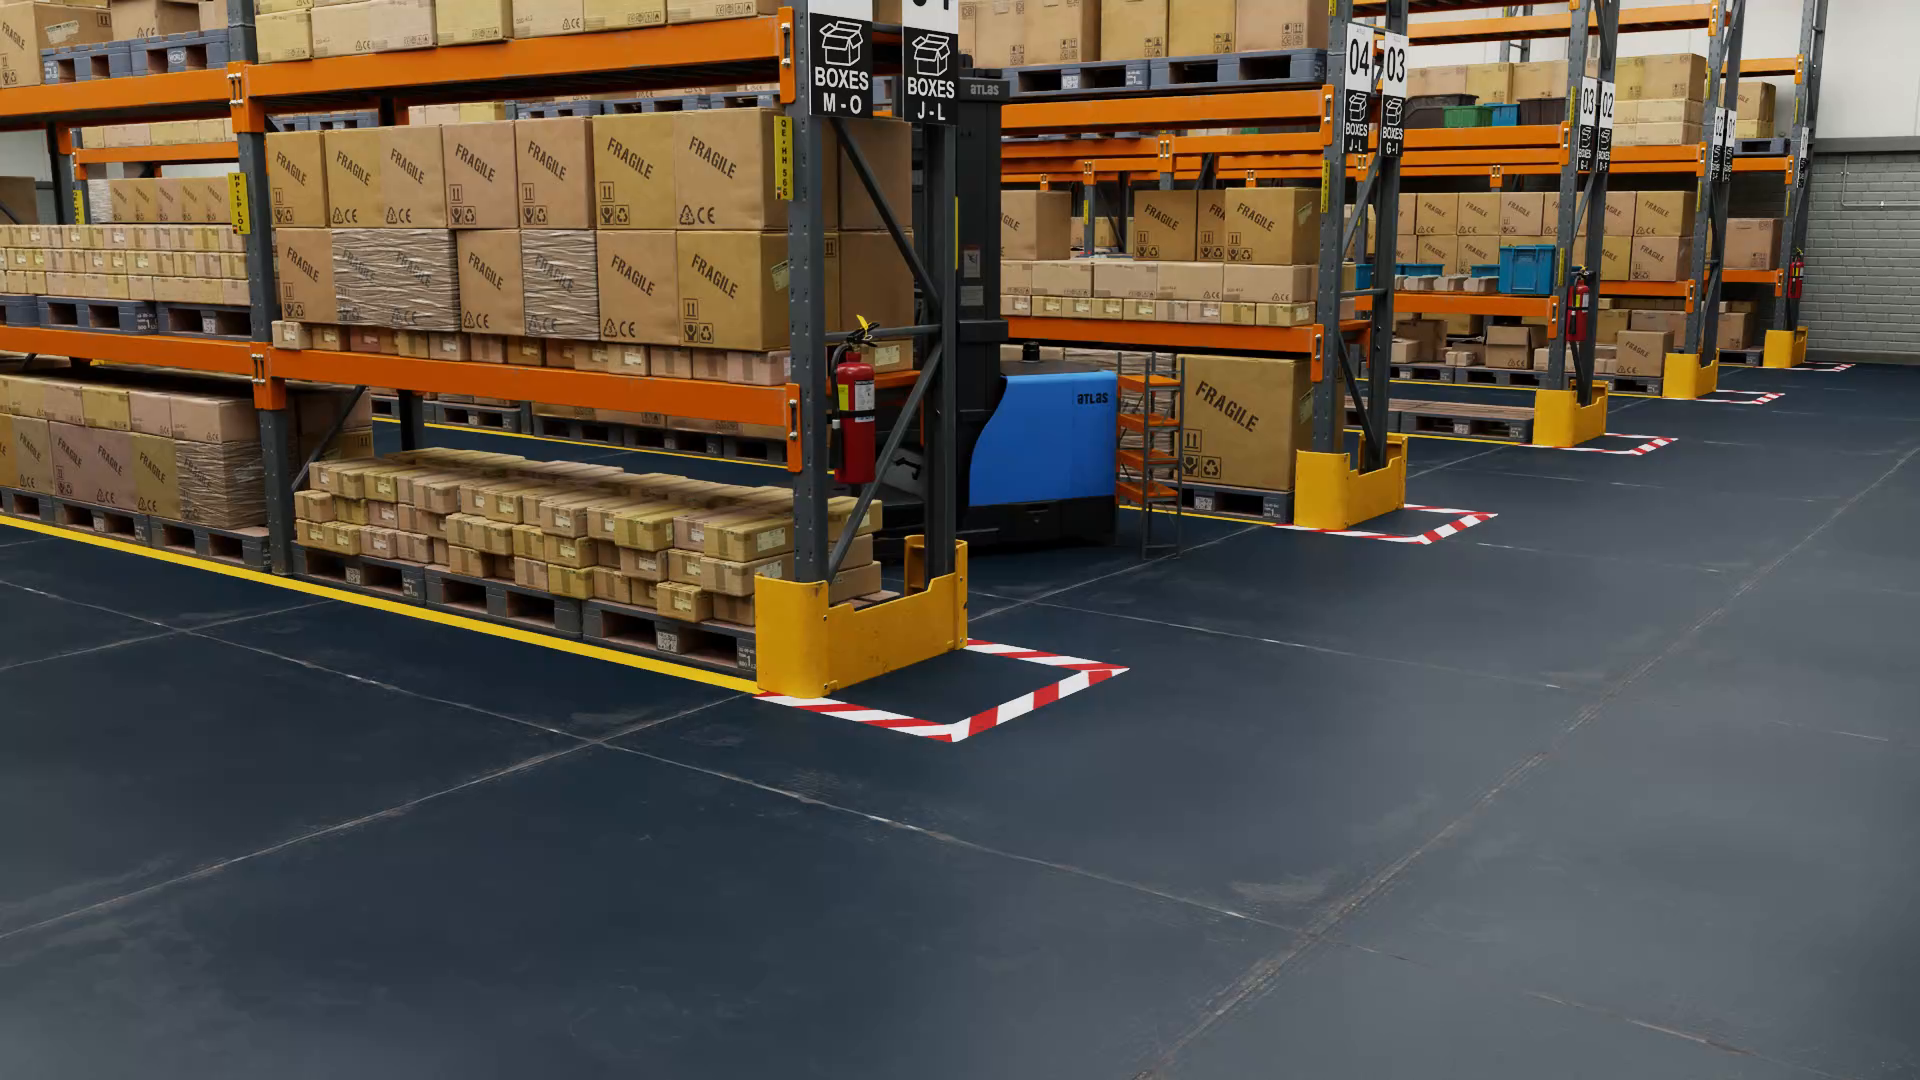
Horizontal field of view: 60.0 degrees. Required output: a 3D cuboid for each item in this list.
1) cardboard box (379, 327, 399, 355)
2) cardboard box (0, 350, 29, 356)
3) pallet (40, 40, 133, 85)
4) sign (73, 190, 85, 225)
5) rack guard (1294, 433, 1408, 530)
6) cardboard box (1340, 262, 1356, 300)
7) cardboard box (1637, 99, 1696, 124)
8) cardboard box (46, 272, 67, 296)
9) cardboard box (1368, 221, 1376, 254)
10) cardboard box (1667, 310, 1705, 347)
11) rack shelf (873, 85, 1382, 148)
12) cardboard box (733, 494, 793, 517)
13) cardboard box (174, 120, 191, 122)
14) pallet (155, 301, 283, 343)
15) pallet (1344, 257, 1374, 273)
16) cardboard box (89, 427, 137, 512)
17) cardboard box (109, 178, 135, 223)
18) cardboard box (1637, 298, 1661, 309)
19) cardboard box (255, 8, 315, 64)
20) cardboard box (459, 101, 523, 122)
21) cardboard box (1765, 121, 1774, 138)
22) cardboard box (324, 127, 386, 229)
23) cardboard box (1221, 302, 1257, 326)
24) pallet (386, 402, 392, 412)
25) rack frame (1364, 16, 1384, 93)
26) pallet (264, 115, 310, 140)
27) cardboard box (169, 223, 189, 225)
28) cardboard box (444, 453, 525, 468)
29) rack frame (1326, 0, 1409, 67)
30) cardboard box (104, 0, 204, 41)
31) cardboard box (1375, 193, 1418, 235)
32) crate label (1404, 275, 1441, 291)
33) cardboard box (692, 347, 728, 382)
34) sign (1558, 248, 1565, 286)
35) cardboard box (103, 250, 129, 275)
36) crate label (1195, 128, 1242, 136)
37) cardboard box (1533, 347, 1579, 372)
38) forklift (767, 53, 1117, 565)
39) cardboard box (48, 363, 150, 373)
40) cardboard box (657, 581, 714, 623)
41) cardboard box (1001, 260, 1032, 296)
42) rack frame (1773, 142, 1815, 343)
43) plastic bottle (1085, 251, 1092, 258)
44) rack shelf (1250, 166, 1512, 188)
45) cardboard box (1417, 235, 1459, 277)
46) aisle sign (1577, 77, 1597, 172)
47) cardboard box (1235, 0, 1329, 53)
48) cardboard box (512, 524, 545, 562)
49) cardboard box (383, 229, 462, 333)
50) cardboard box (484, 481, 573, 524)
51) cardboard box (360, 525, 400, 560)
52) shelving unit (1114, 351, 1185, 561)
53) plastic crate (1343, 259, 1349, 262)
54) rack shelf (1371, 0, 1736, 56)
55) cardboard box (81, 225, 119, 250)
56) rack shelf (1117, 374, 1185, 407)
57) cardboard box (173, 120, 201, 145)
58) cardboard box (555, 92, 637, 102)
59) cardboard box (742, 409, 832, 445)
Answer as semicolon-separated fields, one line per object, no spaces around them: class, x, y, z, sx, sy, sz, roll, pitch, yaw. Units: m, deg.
cardboard box;-2.838;-1.067;8.808;0.250;0.149;0.380;7;13;33
cardboard box;-7.955;-1.075;13.004;0.750;0.750;1.050;8;14;36
pallet;-4.859;-2.925;10.351;1.003;0.211;1.213;8;13;36
sign;-6.497;-2.407;12.232;0.005;0.325;0.100;8;13;36
rack guard;2.674;-0.411;11.340;0.348;0.500;1.175;8;13;36
cardboard box;2.428;-1.809;11.595;0.500;0.250;0.500;8;13;34
cardboard box;7.957;-4.821;18.732;0.500;0.250;0.500;8;13;36
cardboard box;-5.701;-1.674;10.843;0.250;0.149;0.380;9;14;37
cardboard box;6.483;-4.753;26.103;0.500;0.500;0.500;8;14;37
cardboard box;10.424;-3.015;23.692;0.500;0.500;0.700;8;13;35
rack shelf;1.043;-2.986;12.063;4.000;0.370;1.077;8;13;36
cardboard box;-0.877;-0.116;8.063;0.250;0.149;0.380;8;14;37
cardboard box;-8.515;-4.725;18.504;0.250;0.149;0.380;9;14;38
pallet;-4.116;-1.357;10.153;1.213;0.211;1.003;8;13;36
pallet;4.718;-3.620;21.847;1.213;0.211;1.003;8;13;36
cardboard box;-5.156;-0.483;10.603;0.500;0.500;0.500;8;13;34
cardboard box;-9.560;-3.965;19.451;0.500;0.500;0.500;8;13;36
cardboard box;10.024;-3.436;24.161;0.250;0.149;0.380;8;14;36
cardboard box;-3.370;-2.650;8.827;0.500;0.250;0.500;9;14;38
cardboard box;-4.321;-3.956;15.577;0.500;0.250;0.500;8;14;36
cardboard box;11.008;-5.690;23.174;0.500;0.250;0.500;9;14;38
cardboard box;-2.940;-1.885;8.698;0.500;0.500;0.500;7;13;34
cardboard box;1.963;-1.537;11.237;0.250;0.149;0.380;8;14;36
pallet;-6.389;-1.534;17.904;1.213;0.211;1.003;8;13;36
rack frame;5.298;-6.553;20.709;0.127;3.000;1.000;8;13;36
pallet;-6.583;-4.285;17.380;1.003;0.211;1.213;8;13;36
cardboard box;-8.567;-3.411;19.216;0.500;0.500;0.875;8;13;36
cardboard box;-2.711;-0.392;9.493;0.250;0.149;0.380;8;13;35
rack frame;2.655;-4.587;10.547;0.127;3.000;1.000;8;13;36
cardboard box;-4.754;-3.266;10.242;0.637;0.503;0.797;8;13;35
cardboard box;5.511;-4.051;20.677;0.500;0.500;0.500;8;14;37
crate label;4.358;-2.426;15.709;0.243;0.136;0.396;8;13;36
cardboard box;-0.971;-0.797;7.415;0.250;0.149;0.380;8;13;35
sign;5.274;-2.394;14.576;0.005;0.325;0.100;8;13;36
cardboard box;-5.089;-1.734;10.369;0.250;0.149;0.380;8;14;36
crate label;2.586;-4.093;16.588;0.466;0.136;0.293;8;13;36
cardboard box;7.190;-2.158;19.870;0.500;0.250;0.500;8;13;36
forklift;-0.567;-1.390;9.999;3.031;2.935;1.130;-5;12;-24
cardboard box;-6.104;-1.103;11.836;0.500;0.250;0.500;8;13;34
cardboard box;-1.177;0.259;7.692;0.250;0.149;0.380;8;14;37
cardboard box;0.473;-1.957;12.358;0.500;0.250;0.500;8;14;37
rack frame;11.451;-3.916;22.876;0.127;3.000;1.000;8;13;36
plastic bottle;1.364;-2.921;17.862;0.185;0.351;0.144;8;13;36
rack shelf;6.615;-5.710;26.146;4.000;0.370;1.077;8;13;36
cardboard box;5.962;-3.500;20.462;0.500;0.500;0.500;8;14;37
aisle sign;5.471;-3.623;14.516;0.004;0.787;0.394;8;13;36
cardboard box;2.204;-3.469;11.033;0.500;0.500;0.700;7;13;32
cardboard box;-1.997;-0.008;8.289;0.250;0.149;0.380;9;14;38
cardboard box;-2.549;-1.327;8.447;0.500;0.500;0.500;8;13;34
cardboard box;-2.187;-0.192;8.457;0.250;0.149;0.380;8;14;36
cardboard box;-3.037;-0.010;9.082;0.250;0.149;0.380;8;13;35
shelving unit;1.139;-0.517;10.042;0.258;1.200;0.503;-3;11;-14
plastic crate;3.484;-2.621;16.333;0.530;0.282;0.437;8;13;36
rack shelf;6.910;-5.973;19.615;4.000;0.370;1.077;8;13;36
cardboard box;-5.293;-1.910;10.495;0.250;0.149;0.380;8;13;35
rack shelf;1.139;-0.903;9.967;0.258;0.148;0.480;-3;11;-14
cardboard box;-8.368;-4.518;18.482;0.500;0.250;0.500;8;13;35
cardboard box;-3.259;-4.213;15.134;0.637;0.503;0.797;9;14;39
cardboard box;-1.097;-1.323;13.959;0.875;0.875;1.225;8;14;36
